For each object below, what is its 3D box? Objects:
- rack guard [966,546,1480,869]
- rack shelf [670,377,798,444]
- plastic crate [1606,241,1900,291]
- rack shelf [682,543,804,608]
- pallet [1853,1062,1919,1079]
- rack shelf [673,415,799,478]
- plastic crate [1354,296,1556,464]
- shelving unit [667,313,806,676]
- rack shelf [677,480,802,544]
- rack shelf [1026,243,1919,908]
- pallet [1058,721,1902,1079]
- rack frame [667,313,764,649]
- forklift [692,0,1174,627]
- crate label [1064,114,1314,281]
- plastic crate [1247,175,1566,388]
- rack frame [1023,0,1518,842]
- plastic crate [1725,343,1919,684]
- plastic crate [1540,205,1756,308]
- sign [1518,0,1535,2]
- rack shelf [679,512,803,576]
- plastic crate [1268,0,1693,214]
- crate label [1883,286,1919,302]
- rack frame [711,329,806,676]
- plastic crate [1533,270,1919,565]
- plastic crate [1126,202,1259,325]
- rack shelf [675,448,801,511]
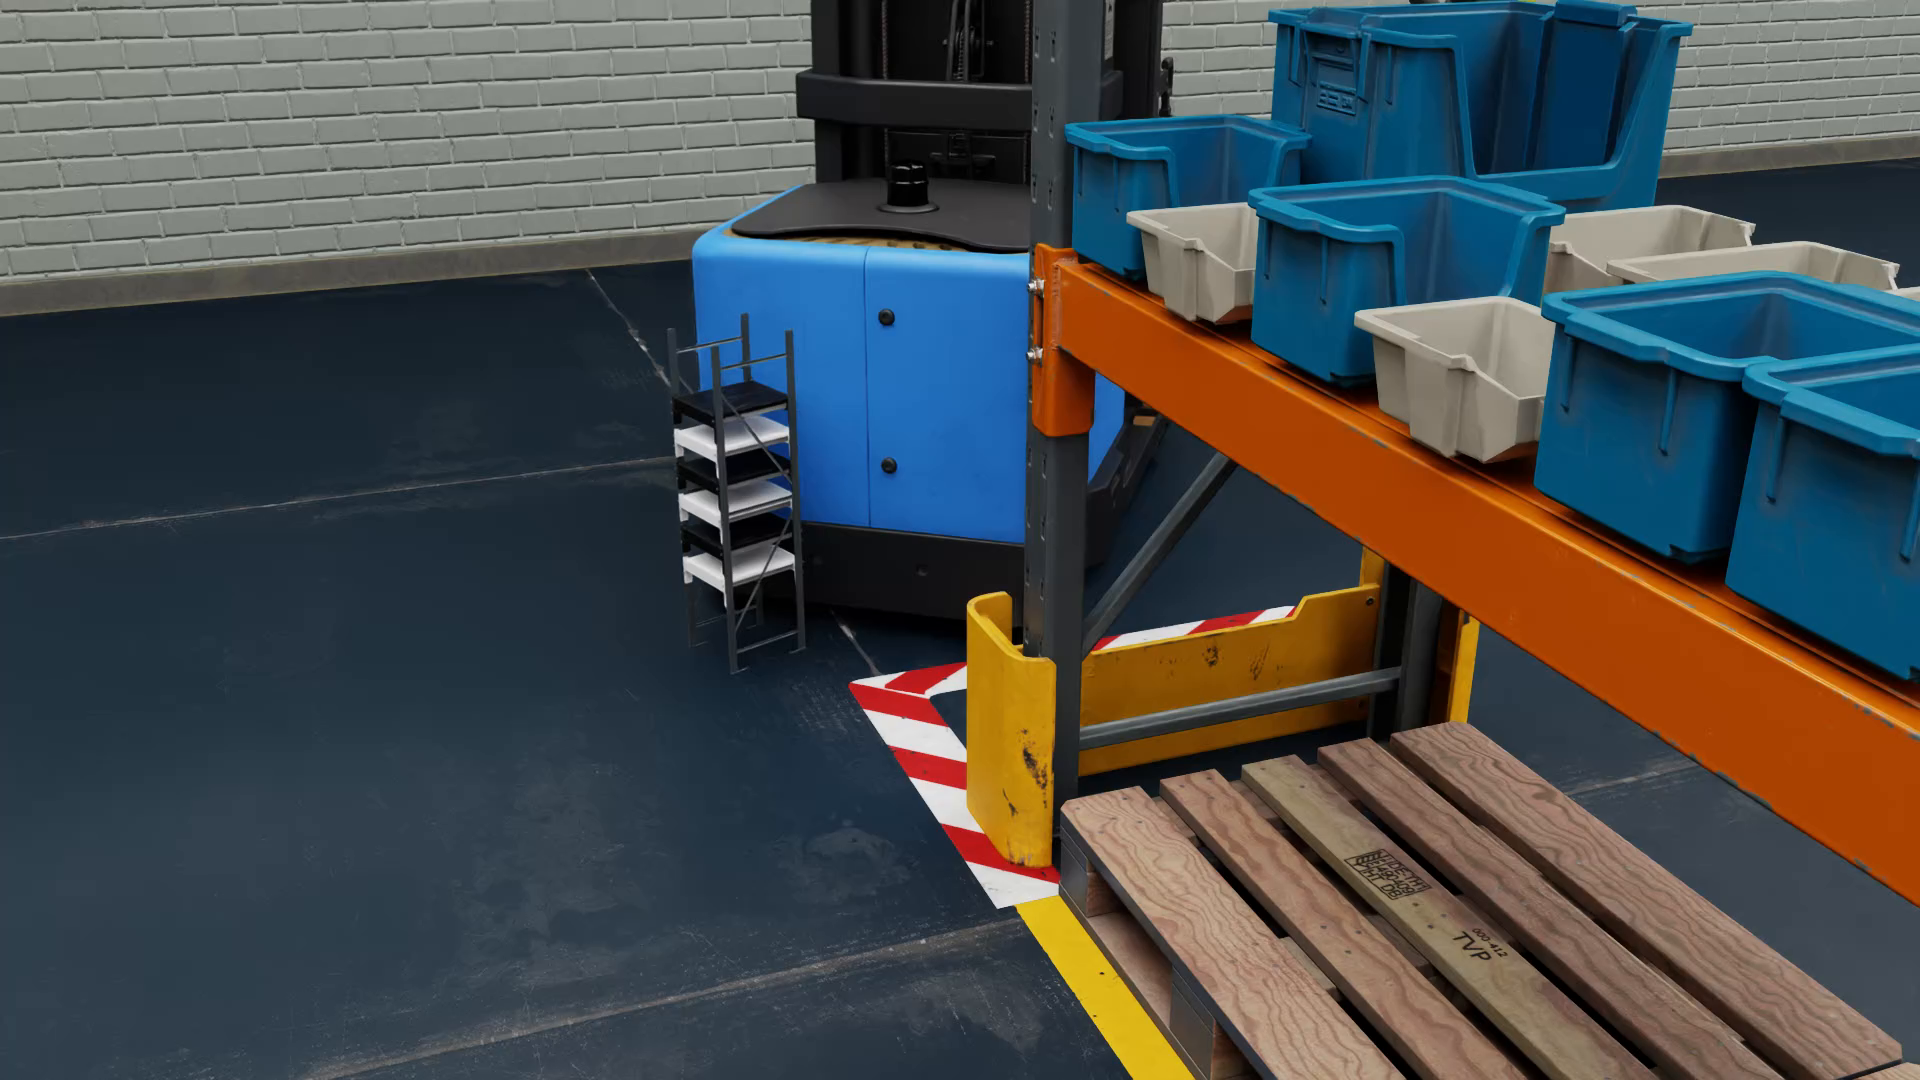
[{"bbox_3d":[0.603,0.341,3.796,1.175,0.500,0.348,-8,24,-19],"label":"rack guard"},{"bbox_3d":[-0.580,-0.335,4.277,0.258,0.077,0.200,-18,29,-36],"label":"rack shelf"},{"bbox_3d":[1.170,-0.331,2.435,0.396,0.136,0.243,-8,24,-19],"label":"plastic crate"},{"bbox_3d":[-0.580,0.080,4.451,0.258,0.077,0.200,-18,29,-36],"label":"rack shelf"},{"bbox_3d":[1.306,1.229,2.062,1.003,0.211,1.213,-8,24,-19],"label":"pallet"},{"bbox_3d":[-0.580,-0.252,4.312,0.258,0.077,0.200,-18,29,-36],"label":"rack shelf"},{"bbox_3d":[0.679,-0.200,2.126,0.250,0.136,0.298,-8,24,-19],"label":"plastic crate"},{"bbox_3d":[-0.580,-0.117,4.369,0.258,0.900,0.210,-18,29,-36],"label":"shelving unit"},{"bbox_3d":[-0.580,-0.086,4.382,0.258,0.077,0.200,-18,29,-36],"label":"rack shelf"},{"bbox_3d":[1.331,0.255,1.710,1.077,0.370,4.000,-8,24,-19],"label":"rack shelf"},{"bbox_3d":[0.879,0.786,3.112,1.003,0.211,1.213,-8,24,-19],"label":"pallet"},{"bbox_3d":[-0.646,-0.147,4.440,0.240,0.900,0.006,-18,29,-36],"label":"rack frame"},{"bbox_3d":[0.149,-1.659,5.412,1.130,2.935,3.031,6,24,14],"label":"forklift"},{"bbox_3d":[0.403,-0.619,2.995,0.416,0.233,0.303,-8,24,-19],"label":"crate label"},{"bbox_3d":[0.636,-0.380,2.428,0.416,0.233,0.300,-8,24,-19],"label":"plastic crate"},{"bbox_3d":[0.624,-0.804,3.294,1.000,3.000,0.127,-8,24,-19],"label":"rack frame"},{"bbox_3d":[0.974,-0.032,1.601,0.416,0.233,0.300,-8,24,-19],"label":"plastic crate"},{"bbox_3d":[1.081,-0.438,2.690,0.396,0.136,0.243,-8,24,-19],"label":"plastic crate"},{"bbox_3d":[1.133,-0.960,3.456,0.100,0.325,0.005,-8,24,-19],"label":"sign"},{"bbox_3d":[-0.580,-0.003,4.416,0.258,0.077,0.200,-18,29,-36],"label":"rack shelf"},{"bbox_3d":[0.917,-0.751,3.048,0.616,0.435,0.499,-8,24,-19],"label":"plastic crate"},{"bbox_3d":[1.292,-0.233,2.203,0.396,0.136,0.243,-8,24,-19],"label":"crate label"},{"bbox_3d":[-0.514,-0.087,4.297,0.240,0.900,0.006,-18,29,-36],"label":"rack frame"},{"bbox_3d":[0.868,-0.141,1.860,0.416,0.233,0.300,-8,24,-19],"label":"plastic crate"},{"bbox_3d":[0.439,-0.447,2.710,0.250,0.136,0.298,-8,24,-19],"label":"plastic crate"},{"bbox_3d":[-0.580,-0.169,4.347,0.258,0.077,0.200,-18,29,-36],"label":"rack shelf"}]
